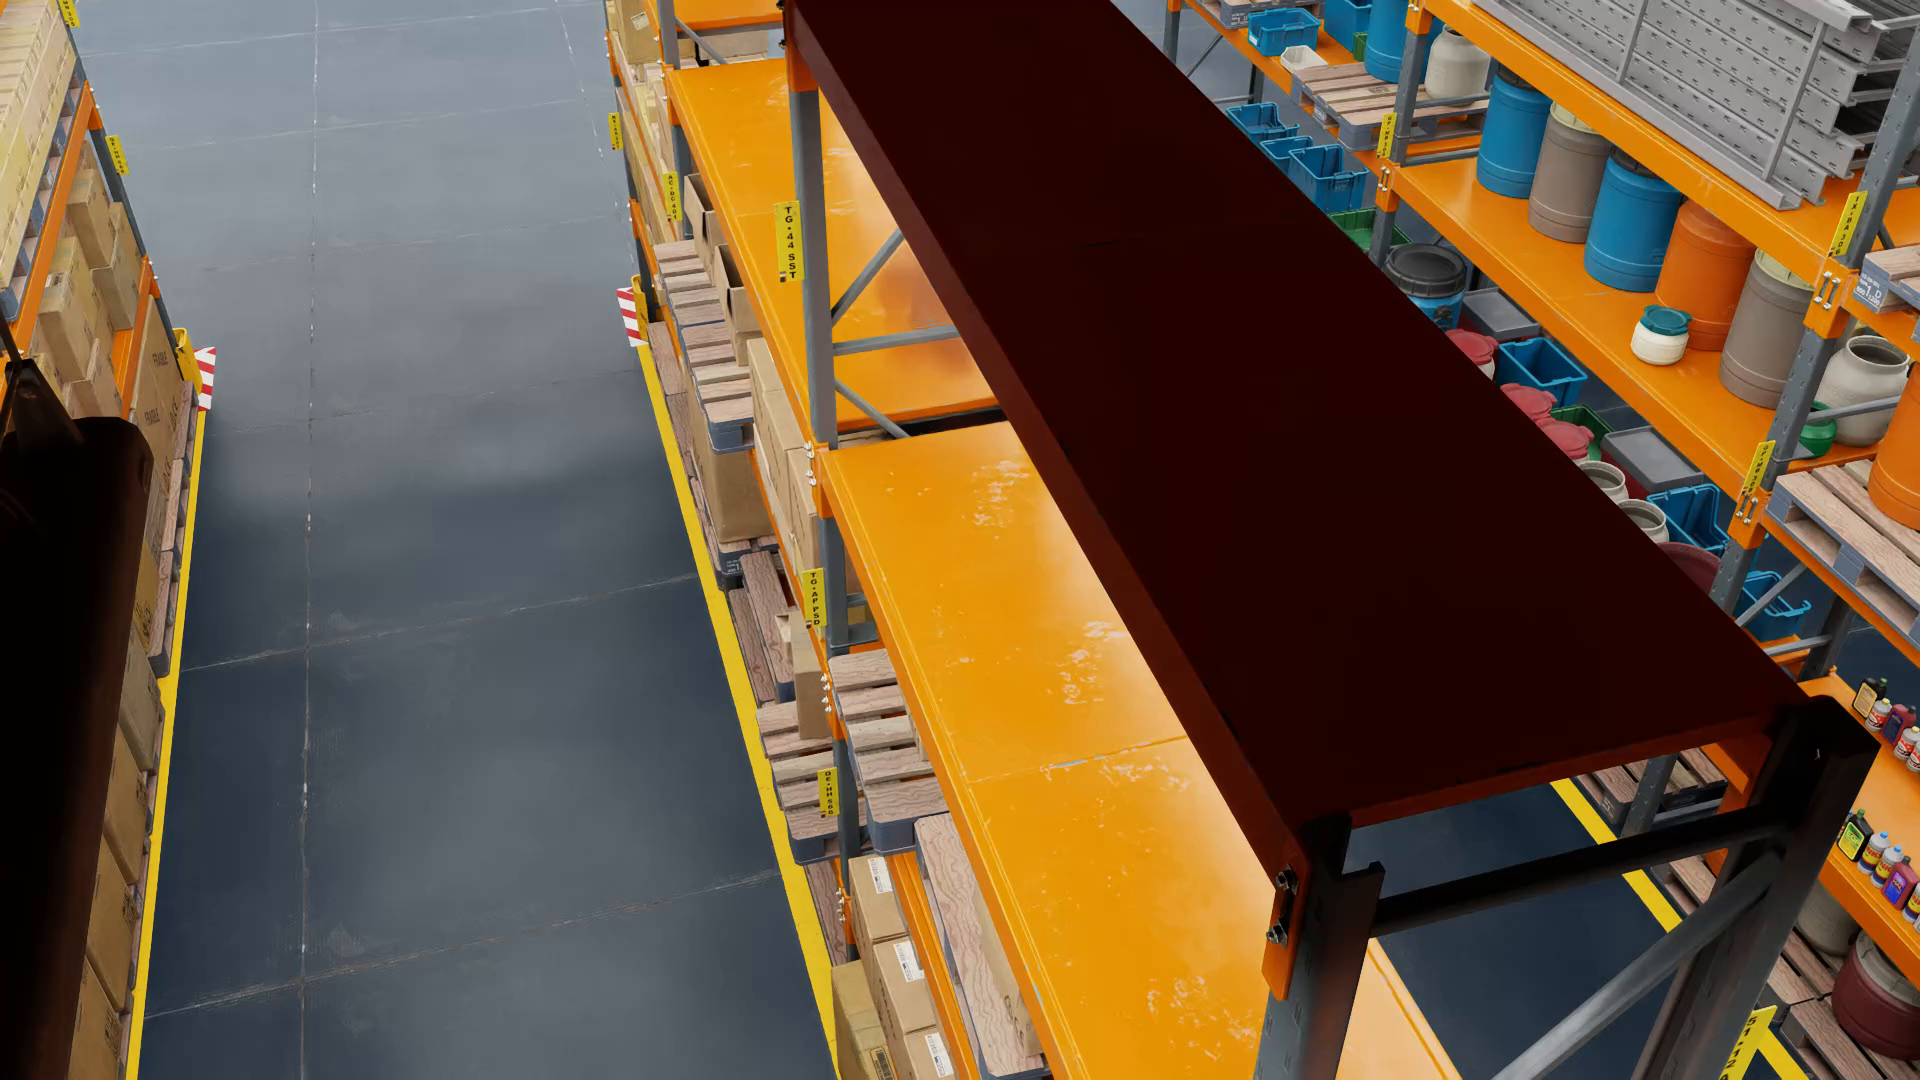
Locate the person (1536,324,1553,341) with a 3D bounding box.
[{"bbox_3d":[4.780,-1.852,13.833,0.552,1.626,0.680,-2,38,-3],"label":"person"}]
